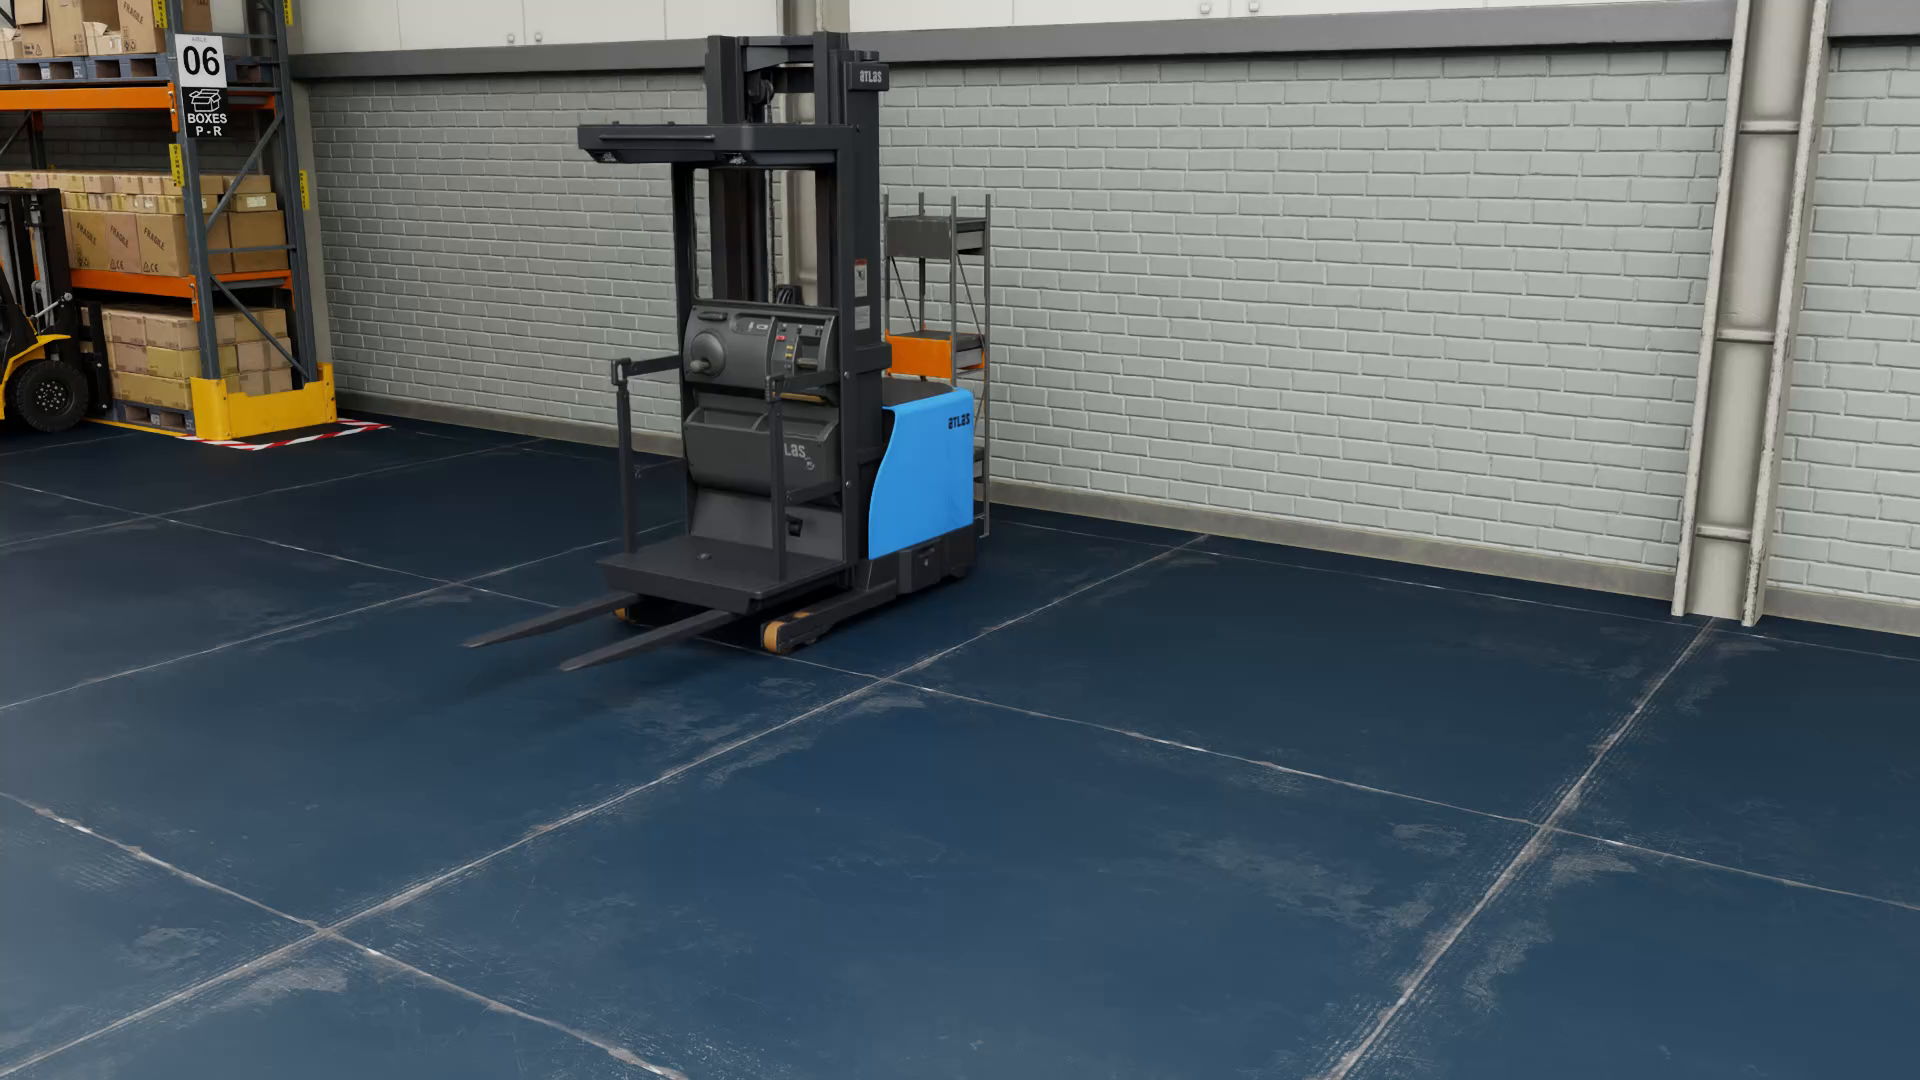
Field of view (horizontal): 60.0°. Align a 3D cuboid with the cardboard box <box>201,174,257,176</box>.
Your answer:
[{"bbox_3d":[-6.242,-3.048,14.216,0.250,0.149,0.380,10,17,35],"label":"cardboard box"}]

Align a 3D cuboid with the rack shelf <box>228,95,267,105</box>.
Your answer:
[{"bbox_3d":[-7.556,-3.849,14.585,3.687,0.071,0.831,9,17,33],"label":"rack shelf"}]

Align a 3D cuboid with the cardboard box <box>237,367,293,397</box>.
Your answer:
[{"bbox_3d":[-6.195,-1.378,14.497,0.500,0.250,0.500,9,17,33],"label":"cardboard box"}]

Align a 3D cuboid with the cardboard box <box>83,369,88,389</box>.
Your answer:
[{"bbox_3d":[-7.724,-1.476,14.892,0.500,0.250,0.500,10,17,35],"label":"cardboard box"}]

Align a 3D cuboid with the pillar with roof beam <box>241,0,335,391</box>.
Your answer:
[{"bbox_3d":[-8.374,-4.731,10.708,0.400,9.000,9.100,9,17,33],"label":"pillar with roof beam"}]

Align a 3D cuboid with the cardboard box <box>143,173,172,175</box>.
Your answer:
[{"bbox_3d":[-6.911,-3.141,14.591,0.250,0.149,0.380,10,17,35],"label":"cardboard box"}]

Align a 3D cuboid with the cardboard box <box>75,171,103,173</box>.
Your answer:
[{"bbox_3d":[-7.923,-3.331,15.361,0.250,0.149,0.380,9,16,32],"label":"cardboard box"}]

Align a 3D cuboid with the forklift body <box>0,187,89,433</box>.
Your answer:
[{"bbox_3d":[-8.488,-1.883,13.453,1.214,2.155,2.313,9,17,33],"label":"forklift body"}]

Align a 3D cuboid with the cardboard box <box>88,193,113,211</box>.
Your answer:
[{"bbox_3d":[-7.197,-2.896,14.220,0.250,0.149,0.380,9,16,31],"label":"cardboard box"}]

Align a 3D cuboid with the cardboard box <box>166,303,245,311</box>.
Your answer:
[{"bbox_3d":[-6.606,-1.927,14.634,0.500,0.250,0.500,9,17,33],"label":"cardboard box"}]

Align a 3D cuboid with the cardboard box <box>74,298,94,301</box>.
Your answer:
[{"bbox_3d":[-8.151,-2.033,15.060,0.500,0.250,0.500,10,17,35],"label":"cardboard box"}]

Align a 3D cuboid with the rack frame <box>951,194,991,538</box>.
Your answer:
[{"bbox_3d":[0.065,-1.009,10.028,0.015,2.100,0.400,9,17,33],"label":"rack frame"}]

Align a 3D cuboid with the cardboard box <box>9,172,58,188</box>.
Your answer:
[{"bbox_3d":[-8.246,-3.213,14.882,0.250,0.149,0.380,9,16,32],"label":"cardboard box"}]

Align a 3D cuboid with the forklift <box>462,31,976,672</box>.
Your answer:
[{"bbox_3d":[-1.136,-0.994,8.240,1.130,2.935,3.031,9,16,32],"label":"forklift"}]

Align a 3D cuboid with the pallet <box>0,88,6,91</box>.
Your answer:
[{"bbox_3d":[-9.955,-4.420,16.090,1.217,0.209,0.805,8,16,31],"label":"pallet"}]

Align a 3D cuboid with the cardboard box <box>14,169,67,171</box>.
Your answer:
[{"bbox_3d":[-8.782,-3.466,15.905,0.250,0.149,0.380,9,17,33],"label":"cardboard box"}]

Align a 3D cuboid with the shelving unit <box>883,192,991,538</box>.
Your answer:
[{"bbox_3d":[-0.137,-1.041,10.161,0.503,2.100,0.431,9,17,33],"label":"shelving unit"}]

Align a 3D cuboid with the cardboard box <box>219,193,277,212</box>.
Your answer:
[{"bbox_3d":[-6.033,-2.865,14.096,0.250,0.149,0.380,9,16,31],"label":"cardboard box"}]

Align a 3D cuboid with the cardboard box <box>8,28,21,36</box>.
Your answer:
[{"bbox_3d":[-8.661,-4.446,14.901,0.500,0.311,0.500,10,17,34],"label":"cardboard box"}]

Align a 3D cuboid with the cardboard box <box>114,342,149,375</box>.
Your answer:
[{"bbox_3d":[-6.885,-1.588,14.305,0.500,0.250,0.500,9,17,32],"label":"cardboard box"}]

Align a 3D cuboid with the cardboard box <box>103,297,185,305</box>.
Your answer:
[{"bbox_3d":[-7.437,-2.067,15.196,0.500,0.250,0.500,9,16,32],"label":"cardboard box"}]

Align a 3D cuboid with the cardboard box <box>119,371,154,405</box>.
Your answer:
[{"bbox_3d":[-6.870,-1.342,14.350,0.500,0.250,0.500,9,17,33],"label":"cardboard box"}]

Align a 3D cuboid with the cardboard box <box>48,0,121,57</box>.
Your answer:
[{"bbox_3d":[-7.194,-4.329,14.037,0.500,0.500,0.700,9,17,33],"label":"cardboard box"}]

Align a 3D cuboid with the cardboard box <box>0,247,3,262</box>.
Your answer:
[{"bbox_3d":[-8.552,-2.811,15.229,0.500,0.500,0.500,10,17,34],"label":"cardboard box"}]

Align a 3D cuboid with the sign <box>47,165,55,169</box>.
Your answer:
[{"bbox_3d":[-8.907,-3.510,16.294,0.005,0.325,0.100,9,17,33],"label":"sign"}]

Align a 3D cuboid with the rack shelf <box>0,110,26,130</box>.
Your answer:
[{"bbox_3d":[-10.875,-4.316,16.770,4.000,0.370,1.077,9,17,33],"label":"rack shelf"}]

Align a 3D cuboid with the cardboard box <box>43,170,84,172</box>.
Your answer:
[{"bbox_3d":[-8.370,-3.391,15.603,0.250,0.149,0.380,9,17,32],"label":"cardboard box"}]

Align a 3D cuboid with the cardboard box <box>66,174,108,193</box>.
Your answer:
[{"bbox_3d":[-7.426,-3.069,14.302,0.250,0.149,0.380,10,17,34],"label":"cardboard box"}]

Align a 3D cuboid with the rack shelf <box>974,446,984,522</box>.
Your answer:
[{"bbox_3d":[-0.137,-0.349,10.332,0.480,0.518,0.431,9,17,33],"label":"rack shelf"}]

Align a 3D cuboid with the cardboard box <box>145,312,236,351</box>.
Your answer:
[{"bbox_3d":[-6.453,-1.758,13.951,0.500,0.250,0.500,10,17,35],"label":"cardboard box"}]

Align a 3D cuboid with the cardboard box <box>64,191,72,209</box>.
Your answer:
[{"bbox_3d":[-7.575,-2.977,14.548,0.250,0.149,0.380,9,17,32],"label":"cardboard box"}]

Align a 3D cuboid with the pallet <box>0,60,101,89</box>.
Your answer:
[{"bbox_3d":[-8.493,-4.245,15.169,1.213,0.211,1.003,9,17,33],"label":"pallet"}]

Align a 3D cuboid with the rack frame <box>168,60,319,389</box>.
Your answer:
[{"bbox_3d":[-5.896,-2.404,13.793,0.127,3.000,1.000,9,17,33],"label":"rack frame"}]

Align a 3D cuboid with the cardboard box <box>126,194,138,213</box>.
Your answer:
[{"bbox_3d":[-6.750,-2.834,13.970,0.250,0.149,0.380,10,17,34],"label":"cardboard box"}]
